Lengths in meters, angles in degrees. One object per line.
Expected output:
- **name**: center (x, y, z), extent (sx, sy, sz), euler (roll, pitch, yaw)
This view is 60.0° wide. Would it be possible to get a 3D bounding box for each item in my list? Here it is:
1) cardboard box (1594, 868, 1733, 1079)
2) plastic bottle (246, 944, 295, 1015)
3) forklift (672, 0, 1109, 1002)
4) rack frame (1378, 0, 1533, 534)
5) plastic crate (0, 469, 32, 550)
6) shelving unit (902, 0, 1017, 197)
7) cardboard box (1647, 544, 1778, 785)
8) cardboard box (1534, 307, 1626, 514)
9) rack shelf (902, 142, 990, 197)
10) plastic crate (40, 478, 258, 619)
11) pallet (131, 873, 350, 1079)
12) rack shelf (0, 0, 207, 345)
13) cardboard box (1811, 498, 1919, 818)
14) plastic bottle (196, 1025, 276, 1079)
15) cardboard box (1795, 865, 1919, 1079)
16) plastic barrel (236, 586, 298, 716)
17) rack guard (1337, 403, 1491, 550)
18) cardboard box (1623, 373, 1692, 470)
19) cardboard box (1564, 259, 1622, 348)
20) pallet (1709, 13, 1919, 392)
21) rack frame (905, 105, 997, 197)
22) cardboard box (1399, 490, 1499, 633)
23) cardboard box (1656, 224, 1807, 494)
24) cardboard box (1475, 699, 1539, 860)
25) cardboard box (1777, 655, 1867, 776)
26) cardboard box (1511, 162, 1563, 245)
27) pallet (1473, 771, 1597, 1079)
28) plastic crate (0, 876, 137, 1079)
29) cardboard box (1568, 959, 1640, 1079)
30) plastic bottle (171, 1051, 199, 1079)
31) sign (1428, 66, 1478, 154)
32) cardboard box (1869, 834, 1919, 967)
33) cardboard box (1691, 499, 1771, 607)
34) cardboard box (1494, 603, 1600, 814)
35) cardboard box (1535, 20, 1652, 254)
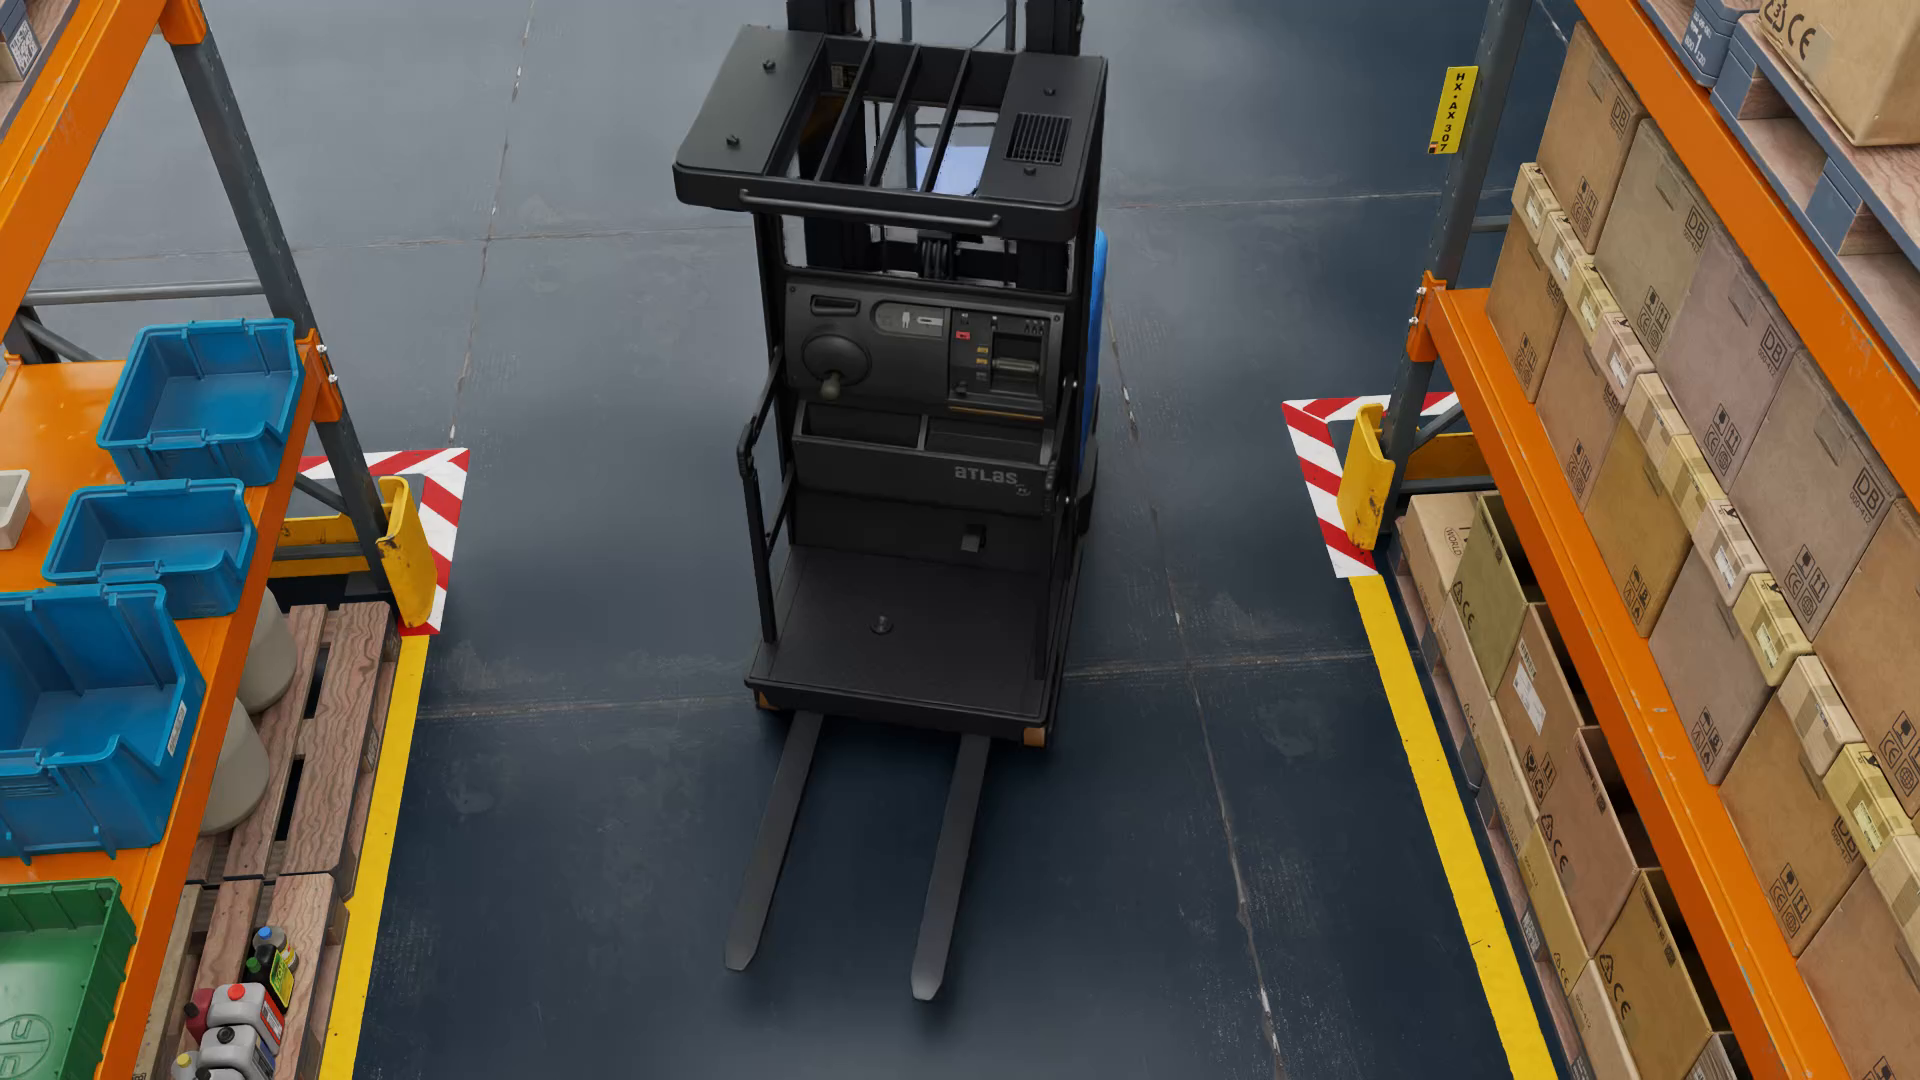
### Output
- **cardboard box**: center (2.191, 1.263, 4.713), extent (0.500, 0.500, 0.500), euler (-3, 47, -3)
- **plastic bottle**: center (-2.130, 1.338, 5.121), extent (0.061, 0.283, 0.133), euler (-2, 47, -2)
- **forklift**: center (-0.158, -0.533, 5.373), extent (1.130, 2.935, 3.031), euler (7, 47, 7)
- **rack frame**: center (2.188, -1.128, 5.889), extent (1.000, 3.000, 0.127), euler (-3, 47, -3)
- **plastic crate**: center (-2.994, -0.072, 5.070), extent (0.298, 0.136, 0.250), euler (-3, 47, -3)
- **shelving unit**: center (0.017, -1.556, 7.327), extent (0.538, 1.500, 1.048), euler (-2, 47, -2)
- **cardboard box**: center (2.347, 0.296, 4.471), extent (0.700, 0.500, 0.500), euler (-2, 47, -2)
- **cardboard box**: center (2.263, -0.444, 5.173), extent (0.700, 0.500, 0.500), euler (-2, 47, -2)
- **rack shelf**: center (0.017, -1.432, 7.458), extent (0.538, 0.185, 1.000), euler (-2, 47, -2)
- **plastic crate**: center (-2.359, 0.035, 4.889), extent (0.499, 0.251, 0.408), euler (-3, 47, -3)
- **pallet**: center (-2.533, 1.650, 5.179), extent (1.003, 0.211, 1.213), euler (-3, 47, -3)
- **rack shelf**: center (-2.581, -0.167, 3.408), extent (1.077, 0.370, 4.000), euler (-3, 47, -3)
- **cardboard box**: center (2.395, 0.237, 3.634), extent (0.700, 0.500, 0.500), euler (-4, 47, -3)
- **plastic bottle**: center (-2.152, 1.542, 4.933), extent (0.152, 0.276, 0.135), euler (-5, 47, -4)
- **cardboard box**: center (2.429, 1.030, 3.777), extent (0.700, 0.500, 0.500), euler (-4, 47, -4)
- **plastic barrel**: center (-2.617, 0.353, 5.911), extent (0.421, 0.512, 0.421), euler (0, 47, 0)
- **rack guard**: center (2.186, -0.286, 6.813), extent (1.175, 0.500, 0.348), euler (-3, 47, -3)
- **cardboard box**: center (2.094, -0.342, 4.629), extent (0.380, 0.149, 0.250), euler (-5, 47, -5)
- **cardboard box**: center (2.051, -0.717, 4.984), extent (0.380, 0.149, 0.250), euler (-3, 47, -3)
- **pallet**: center (2.327, -0.731, 3.508), extent (1.003, 0.211, 1.213), euler (-3, 47, -3)
- **rack frame**: center (0.037, -1.187, 6.978), extent (0.500, 1.500, 0.032), euler (-2, 47, -2)
- **cardboard box**: center (2.011, 0.074, 6.355), extent (0.500, 0.250, 0.500), euler (-3, 47, -3)
- **cardboard box**: center (2.311, -0.487, 4.319), extent (0.700, 0.500, 0.500), euler (-3, 47, -3)
- **cardboard box**: center (2.098, 0.798, 5.670), extent (0.500, 0.250, 0.500), euler (-3, 47, -3)
- **cardboard box**: center (2.182, 0.406, 3.920), extent (0.380, 0.149, 0.250), euler (-2, 47, -2)
- **cardboard box**: center (2.006, -1.089, 5.336), extent (0.380, 0.149, 0.250), euler (-4, 47, -4)
- **pallet**: center (2.393, 1.262, 5.546), extent (1.003, 0.211, 1.213), euler (-3, 47, -3)
- **plastic crate**: center (-2.246, 1.138, 3.889), extent (0.450, 0.188, 0.662), euler (-3, 47, -3)
- **cardboard box**: center (2.178, 1.522, 4.984), extent (0.500, 0.250, 0.500), euler (-3, 47, -3)
- **plastic bottle**: center (-2.275, 1.589, 4.940), extent (0.097, 0.201, 0.097), euler (0, 47, 0)
- **sign**: center (1.635, -1.424, 5.518), extent (0.100, 0.325, 0.005), euler (-3, 47, -3)
- **cardboard box**: center (2.221, 0.766, 3.579), extent (0.380, 0.149, 0.250), euler (-4, 47, -3)
- **cardboard box**: center (2.134, 0.024, 4.283), extent (0.380, 0.149, 0.250), euler (-3, 47, -3)
- **cardboard box**: center (2.110, 0.539, 5.398), extent (0.500, 0.500, 0.500), euler (-3, 47, -3)
- **cardboard box**: center (2.219, -1.232, 5.025), extent (0.700, 0.500, 0.500), euler (-3, 47, -3)
